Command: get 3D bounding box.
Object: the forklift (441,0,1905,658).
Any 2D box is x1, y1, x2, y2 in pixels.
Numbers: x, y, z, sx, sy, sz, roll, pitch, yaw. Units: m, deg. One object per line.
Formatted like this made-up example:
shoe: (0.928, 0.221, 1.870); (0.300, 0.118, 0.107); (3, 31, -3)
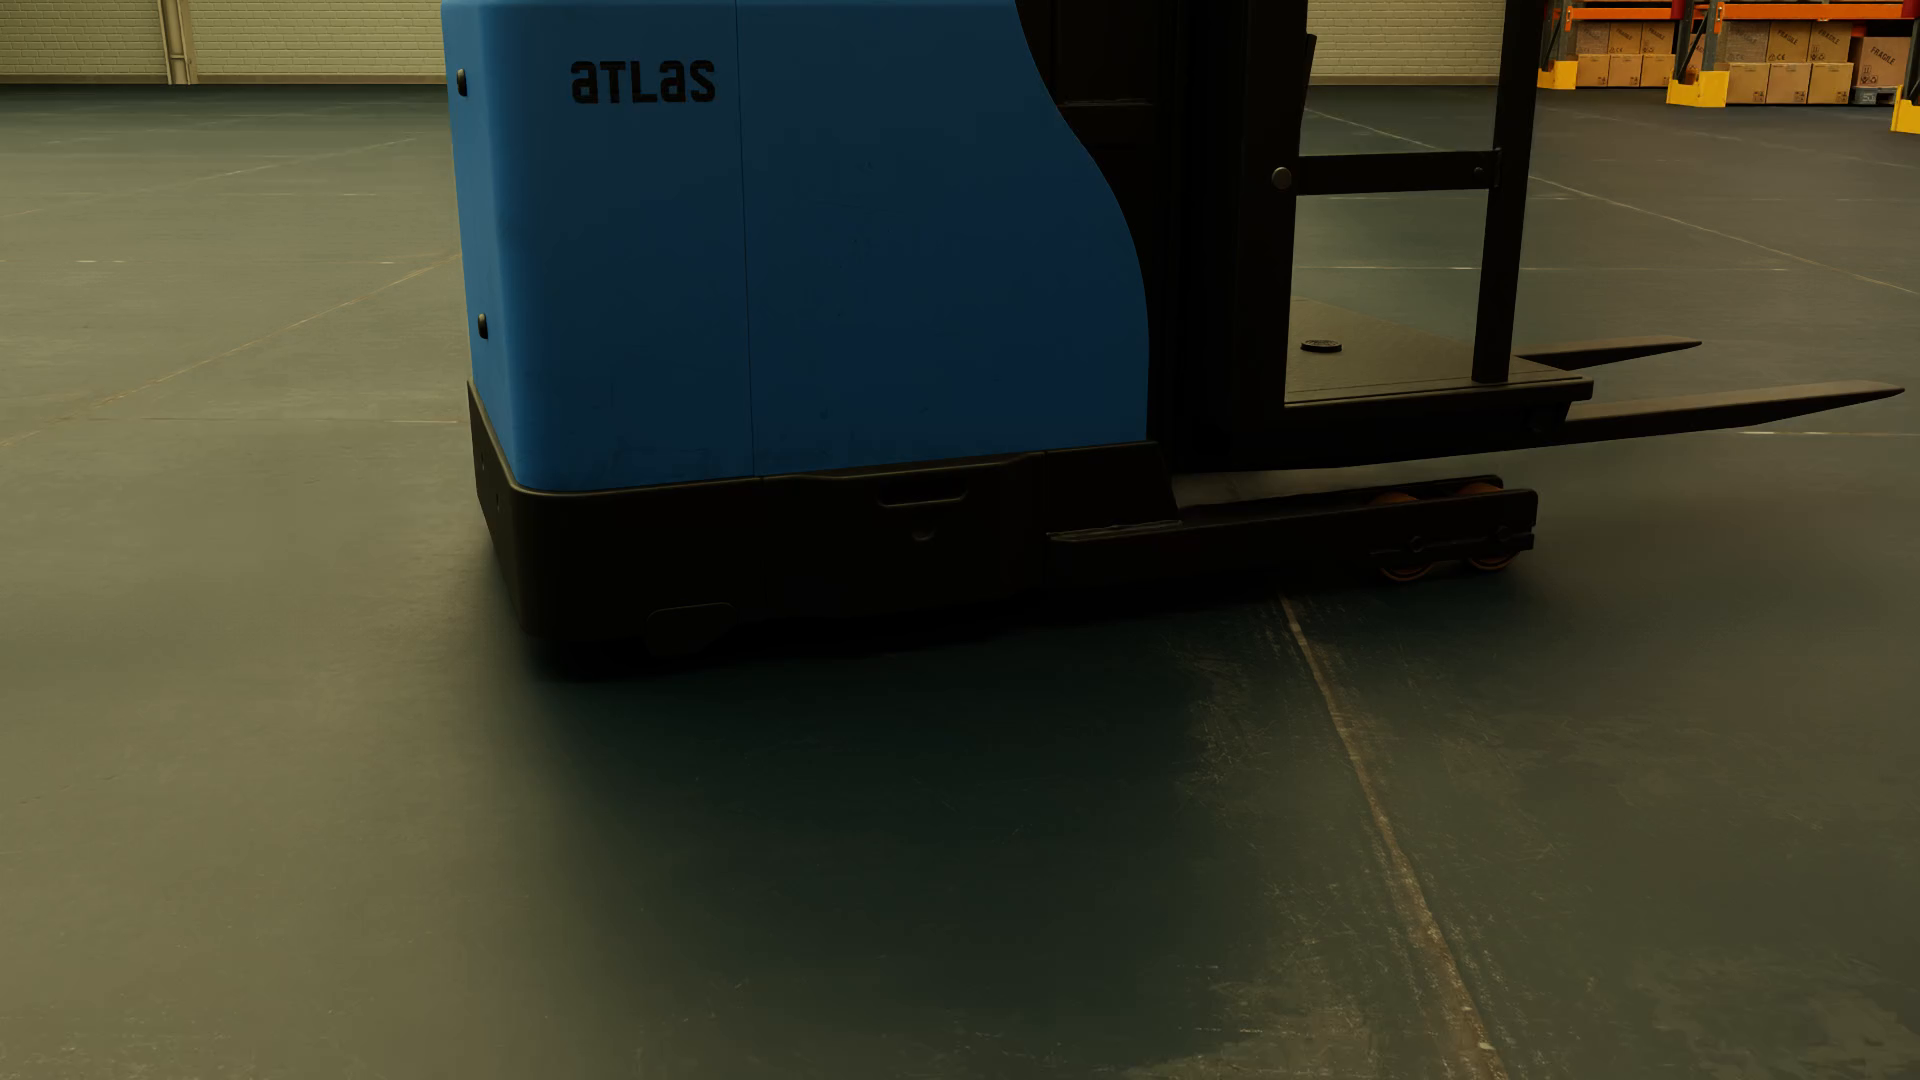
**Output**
forklift: (0.571, -1.462, 3.137); (3.031, 2.935, 1.130); (-6, 18, -19)
